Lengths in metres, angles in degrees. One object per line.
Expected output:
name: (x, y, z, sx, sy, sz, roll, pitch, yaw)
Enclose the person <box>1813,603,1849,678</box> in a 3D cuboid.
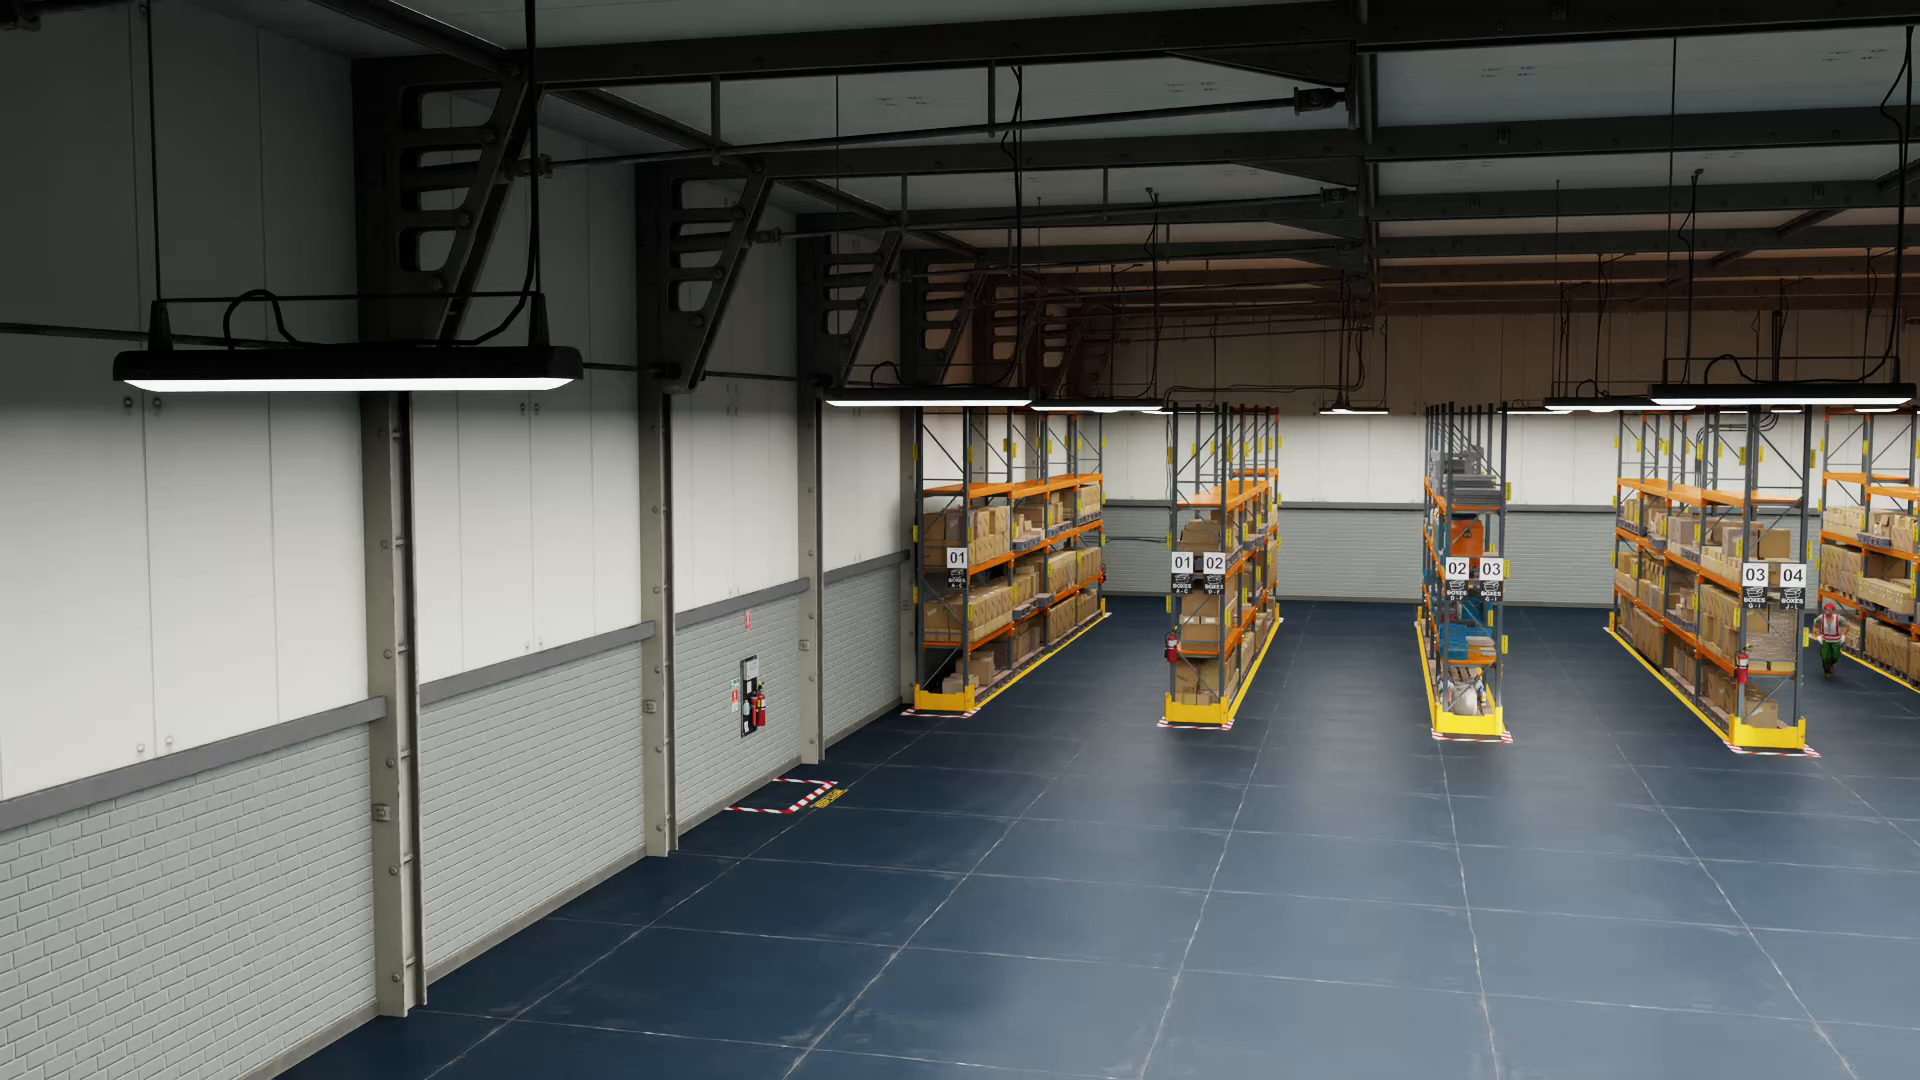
person: (19.037, 2.203, 36.354, 0.695, 1.684, 0.638, 2, 5, 22)
